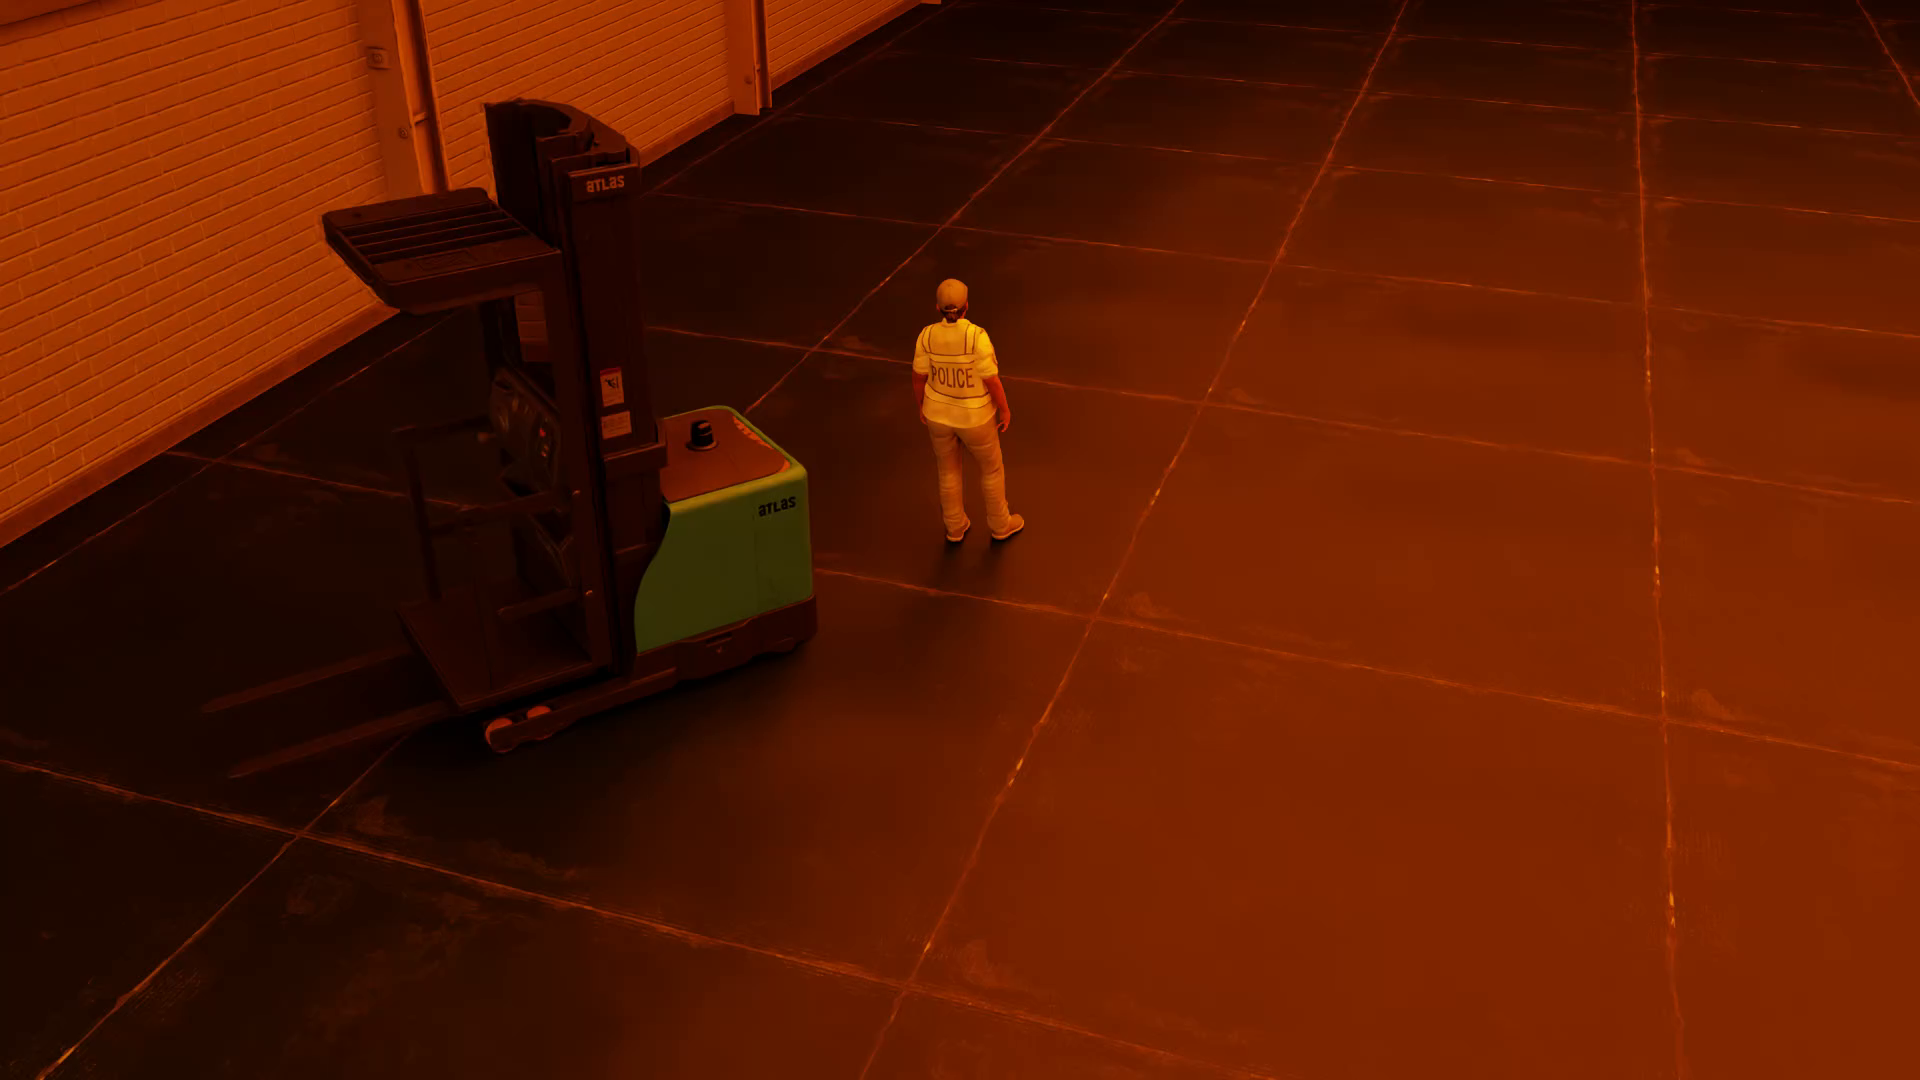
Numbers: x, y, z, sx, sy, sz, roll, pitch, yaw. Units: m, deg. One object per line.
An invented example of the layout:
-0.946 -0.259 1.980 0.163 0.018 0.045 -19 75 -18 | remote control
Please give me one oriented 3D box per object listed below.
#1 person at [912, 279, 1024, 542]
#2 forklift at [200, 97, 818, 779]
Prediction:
0.047 -0.762 9.736 0.598 1.670 0.529 10 31 16 | person
-2.296 -0.519 8.047 3.031 2.935 1.130 -18 34 -28 | forklift
